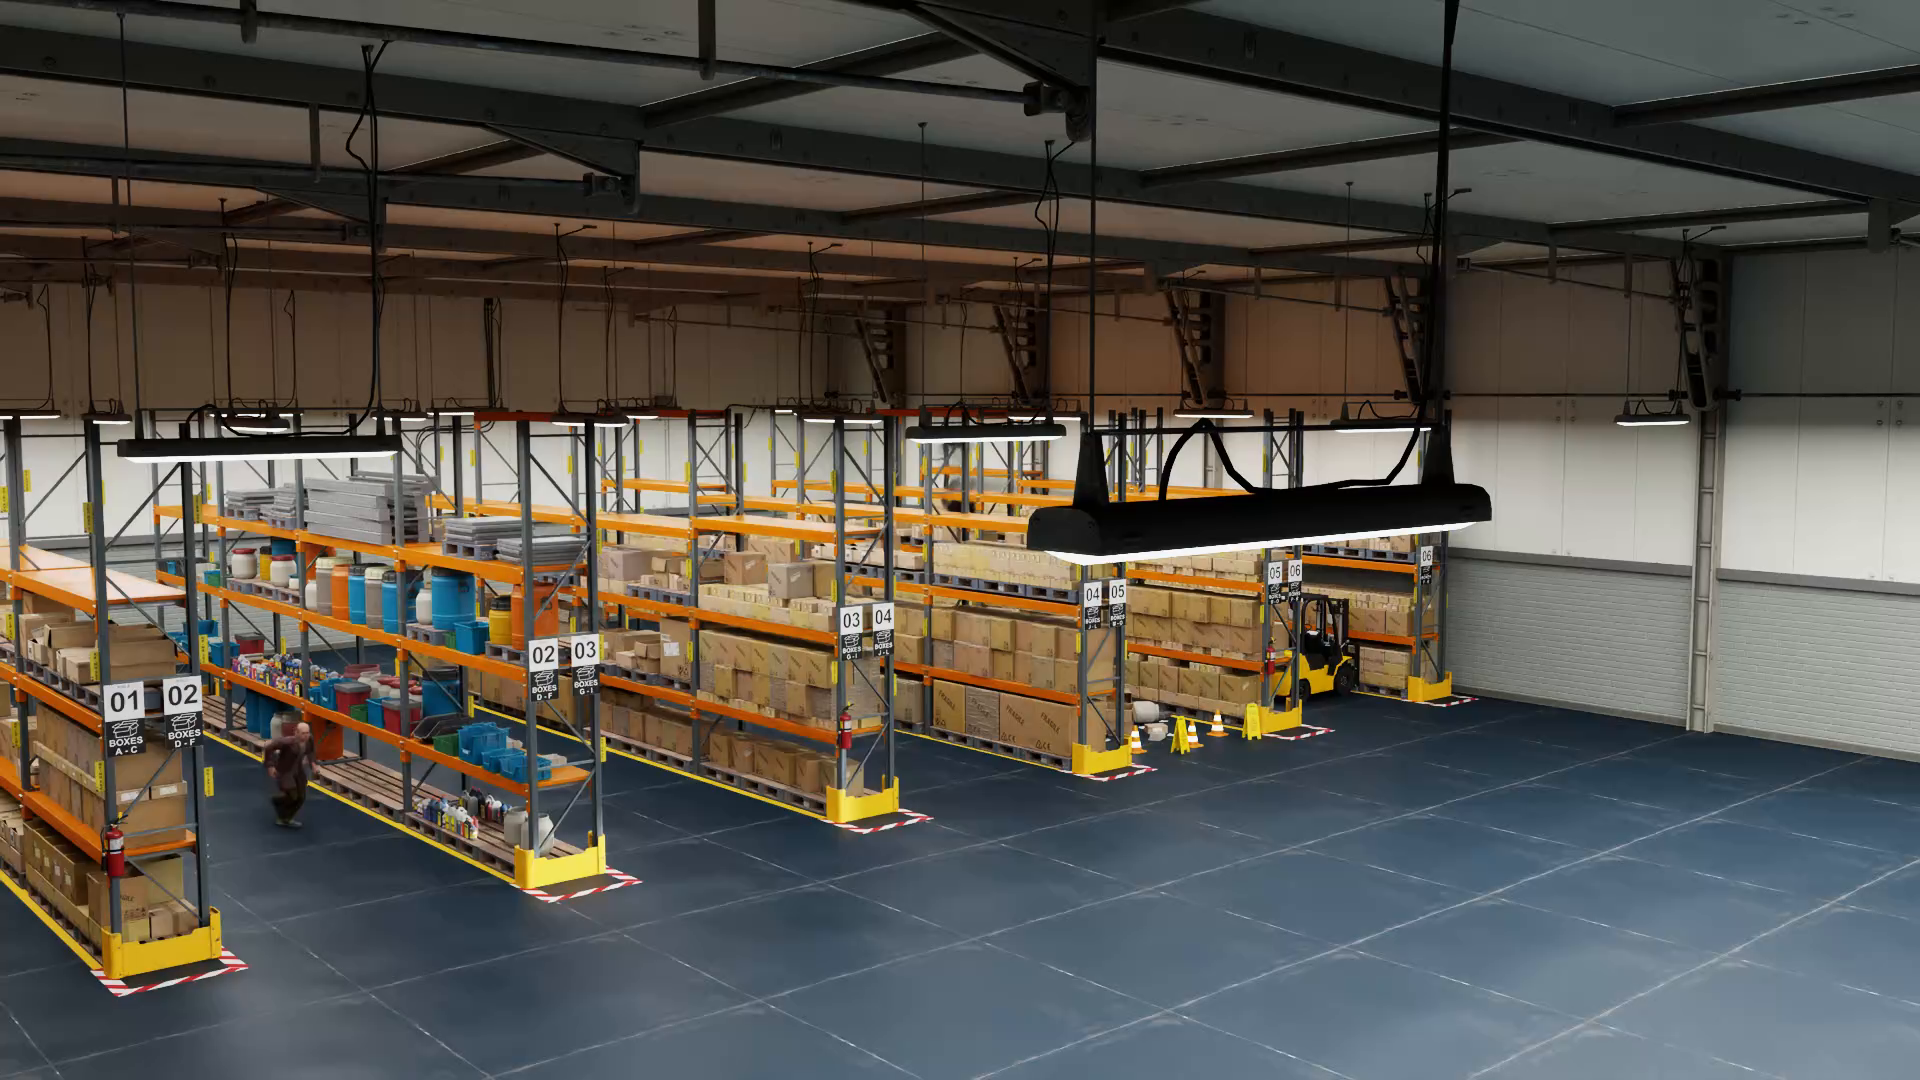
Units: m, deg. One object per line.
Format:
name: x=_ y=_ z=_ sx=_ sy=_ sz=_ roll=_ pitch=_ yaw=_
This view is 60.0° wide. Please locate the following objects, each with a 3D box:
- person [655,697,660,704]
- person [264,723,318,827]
person: x=-6.228 y=2.651 z=33.156 sx=0.656 sy=1.627 sz=0.980 roll=-4 pitch=7 yaw=-40
person: x=-9.773 y=3.422 z=24.221 sx=0.888 sy=1.591 sz=0.734 roll=3 pitch=6 yaw=31
